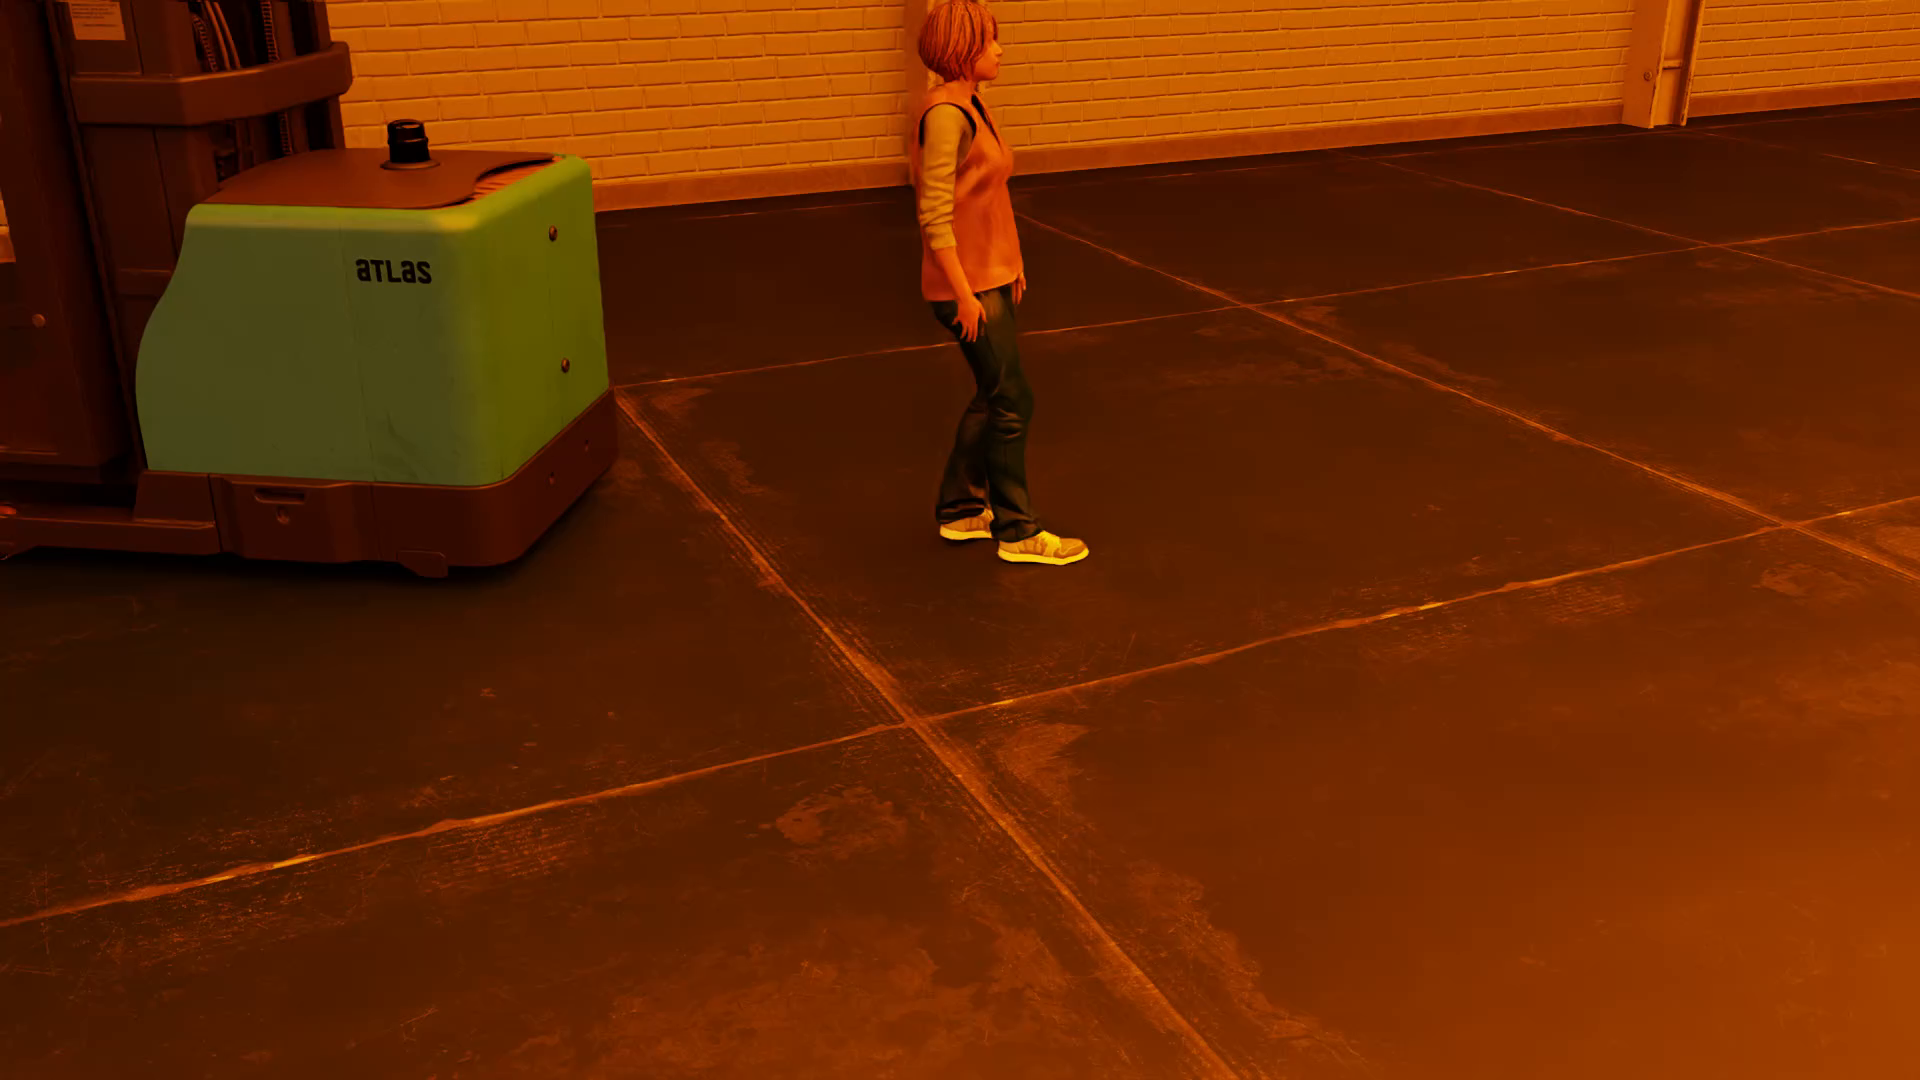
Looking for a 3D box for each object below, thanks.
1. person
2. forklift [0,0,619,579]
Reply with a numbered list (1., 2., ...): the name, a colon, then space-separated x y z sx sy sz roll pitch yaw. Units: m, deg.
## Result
1. person: 0.140 -0.721 4.790 0.534 1.590 0.516 4 23 10
2. forklift: -2.708 -1.486 4.862 3.031 2.935 1.130 3 23 8
